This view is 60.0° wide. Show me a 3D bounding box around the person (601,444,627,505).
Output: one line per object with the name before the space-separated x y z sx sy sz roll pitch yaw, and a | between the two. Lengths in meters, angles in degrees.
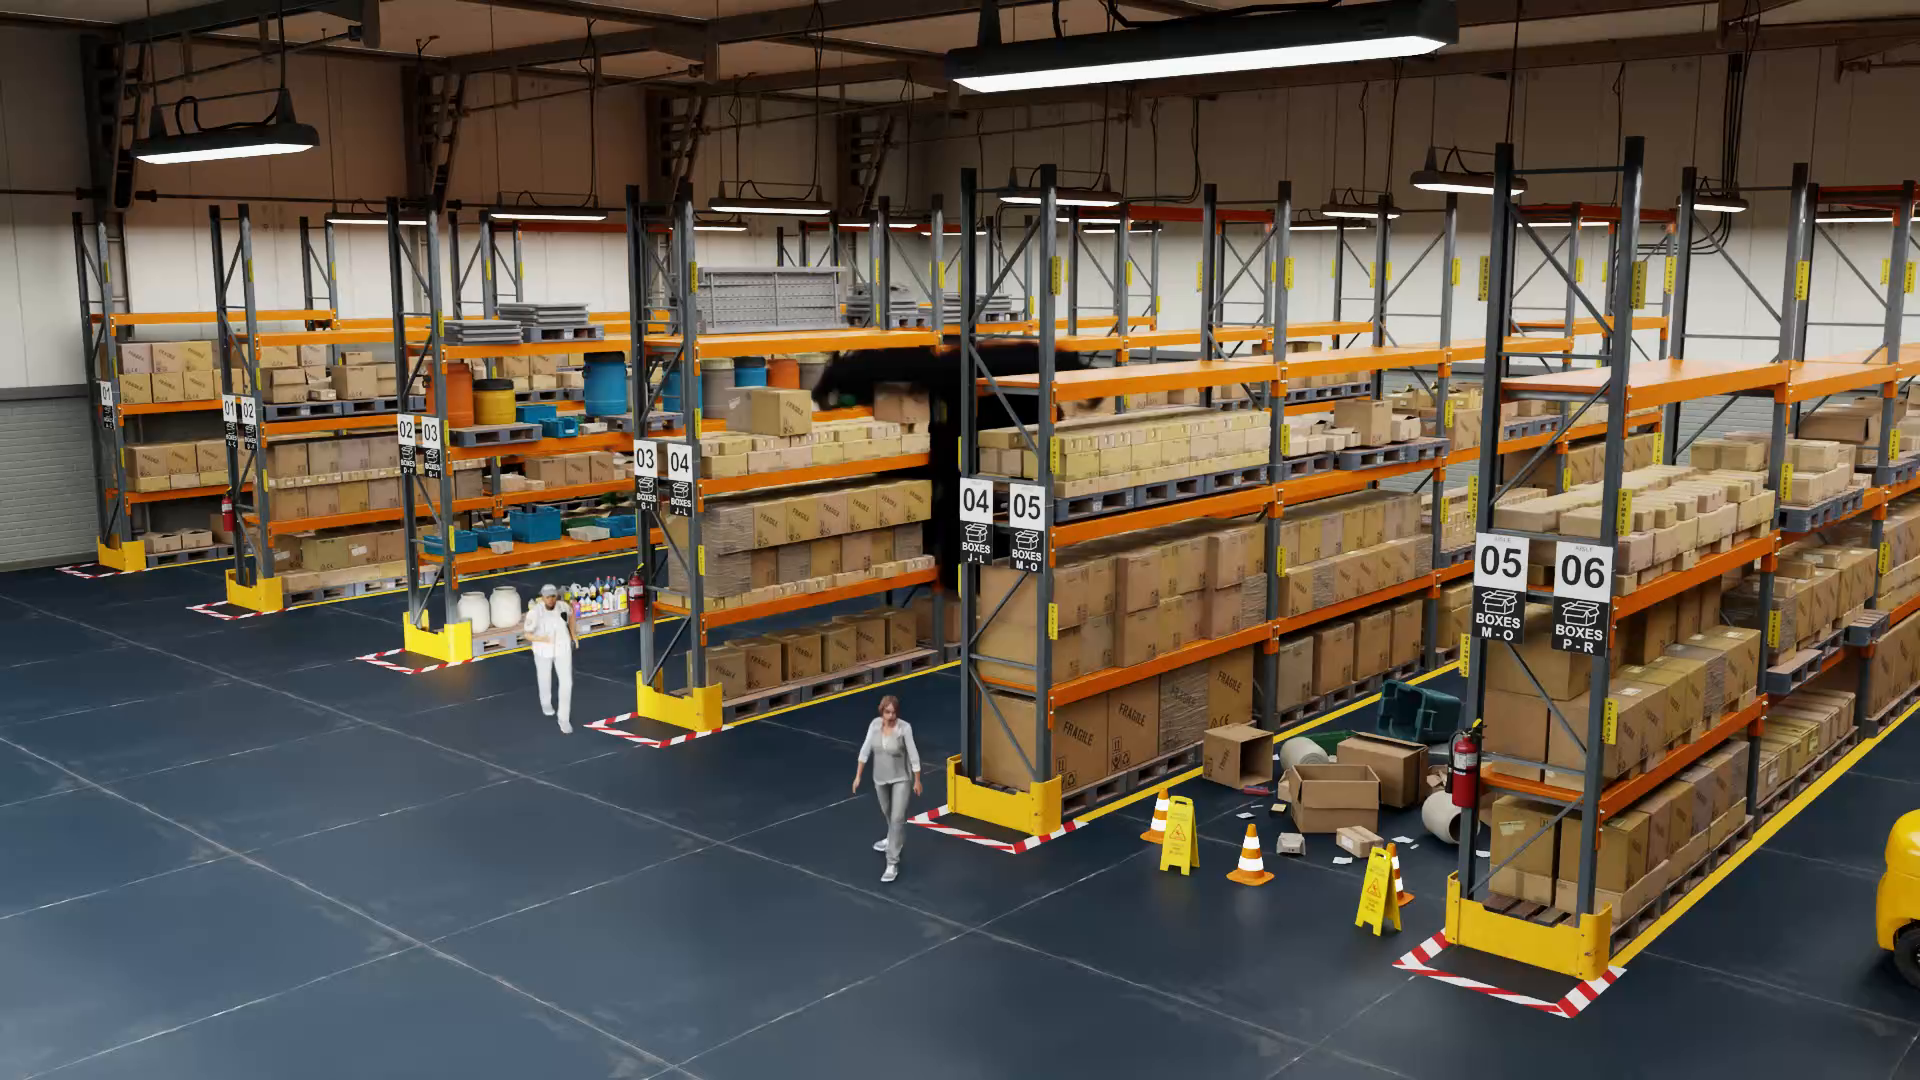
person | -6.847 -1.110 32.527 0.637 1.766 0.778 8 13 41

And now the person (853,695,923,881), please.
person | -0.607 2.057 14.262 0.548 1.543 0.846 4 10 21

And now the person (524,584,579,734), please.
person | -4.589 1.271 18.677 0.607 1.640 0.939 -3 10 -19
